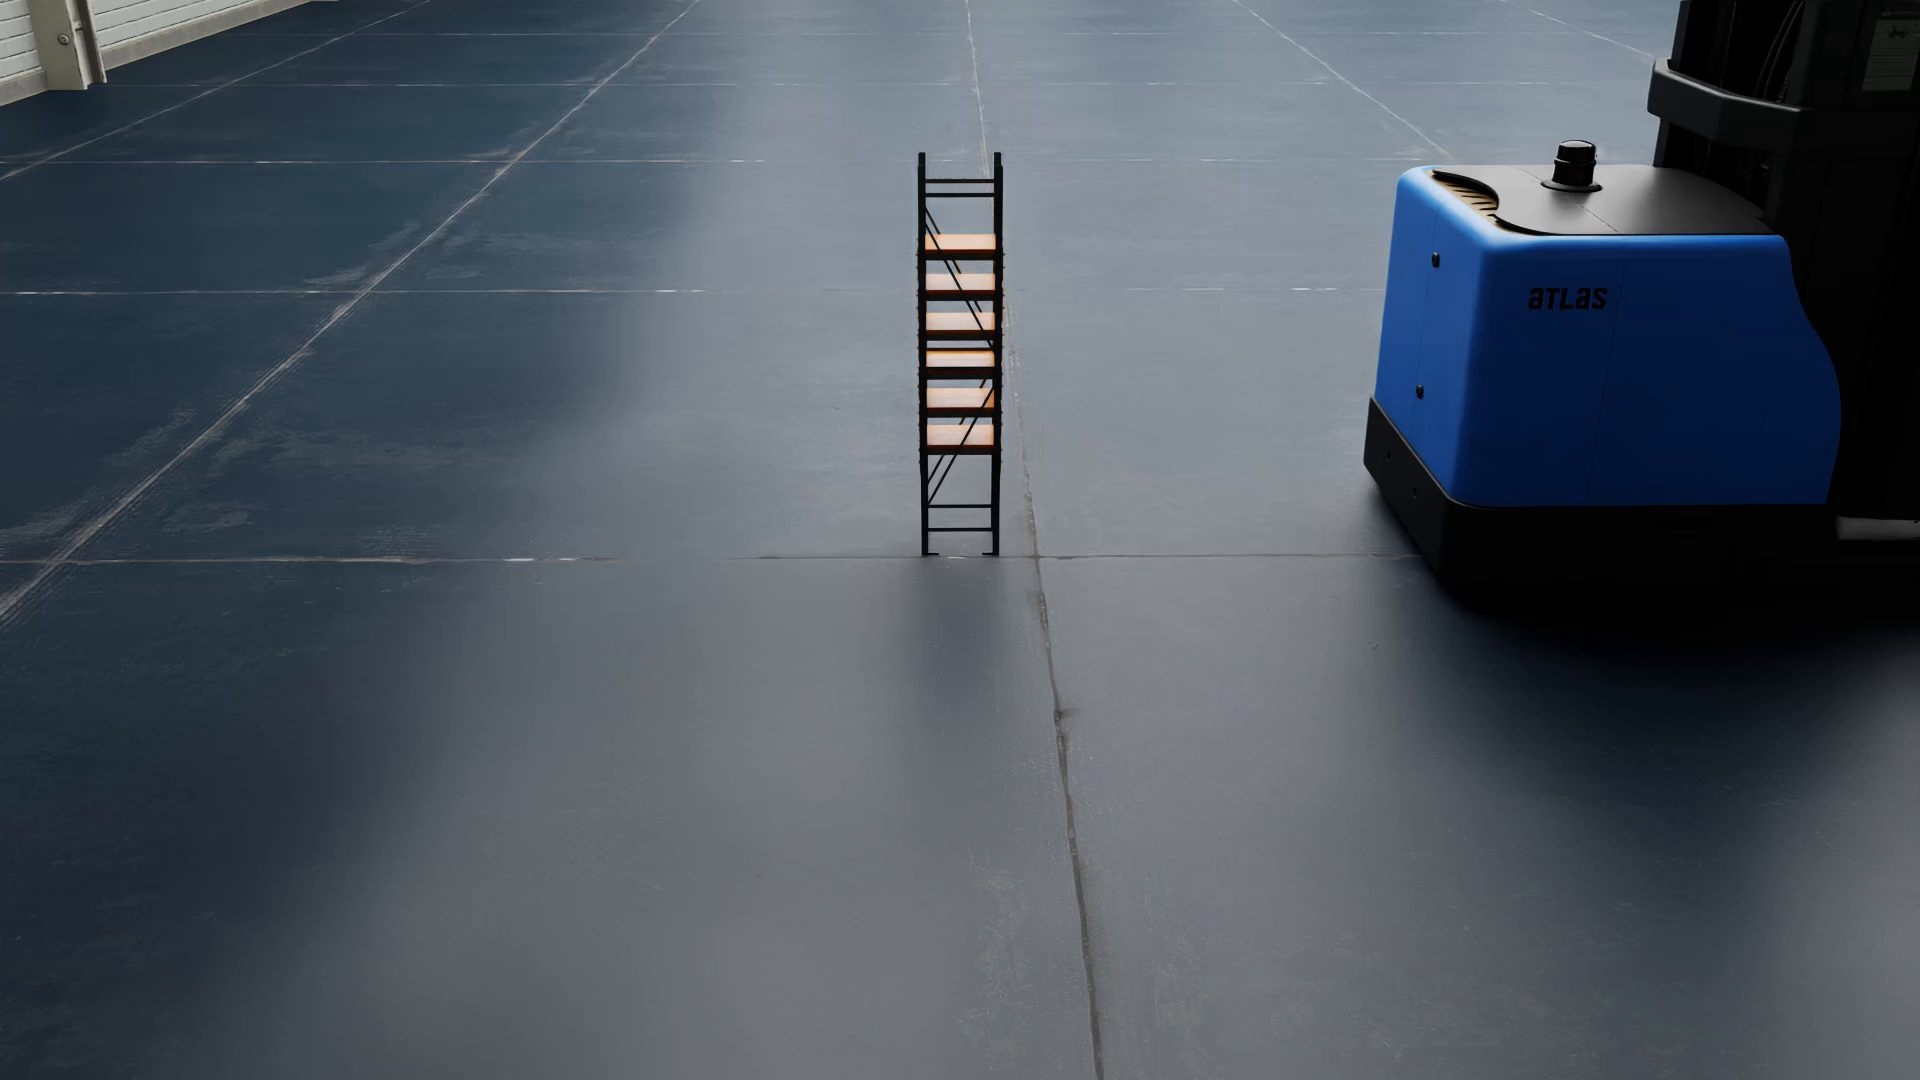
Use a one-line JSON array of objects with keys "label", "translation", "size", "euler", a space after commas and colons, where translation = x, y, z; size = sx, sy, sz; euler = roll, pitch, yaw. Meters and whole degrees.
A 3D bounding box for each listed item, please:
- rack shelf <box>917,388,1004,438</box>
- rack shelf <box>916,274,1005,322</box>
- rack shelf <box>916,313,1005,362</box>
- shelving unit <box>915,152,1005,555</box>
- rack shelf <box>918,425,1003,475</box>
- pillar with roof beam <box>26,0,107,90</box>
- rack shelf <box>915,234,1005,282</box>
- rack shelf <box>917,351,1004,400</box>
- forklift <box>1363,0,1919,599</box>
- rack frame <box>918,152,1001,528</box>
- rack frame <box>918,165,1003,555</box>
[{"label": "rack shelf", "translation": [0.000, -0.391, 5.057], "size": [0.258, 0.103, 0.180], "euler": [0, 24, -1]}, {"label": "rack shelf", "translation": [0.000, -0.719, 4.909], "size": [0.258, 0.103, 0.180], "euler": [0, 24, -1]}, {"label": "rack shelf", "translation": [0.000, -0.610, 4.958], "size": [0.258, 0.103, 0.180], "euler": [0, 24, -1]}, {"label": "shelving unit", "translation": [0.000, -0.541, 4.990], "size": [0.258, 1.200, 0.189], "euler": [0, 24, -1]}, {"label": "rack shelf", "translation": [0.000, -0.282, 5.107], "size": [0.258, 0.103, 0.180], "euler": [0, 24, -1]}, {"label": "pillar with roof beam", "translation": [-2.741, -7.743, 11.451], "size": [9.100, 9.000, 0.400], "euler": [0, 24, -1]}, {"label": "rack shelf", "translation": [0.000, -0.828, 4.860], "size": [0.258, 0.103, 0.180], "euler": [0, 24, -1]}, {"label": "rack shelf", "translation": [0.000, -0.500, 5.008], "size": [0.258, 0.103, 0.180], "euler": [0, 24, -1]}, {"label": "forklift", "translation": [2.896, -1.370, 4.722], "size": [3.031, 2.935, 1.130], "euler": [-1, 24, -2]}, {"label": "rack frame", "translation": [-0.001, -0.578, 5.073], "size": [0.240, 1.200, 0.006], "euler": [0, 24, -1]}, {"label": "rack frame", "translation": [0.001, -0.503, 4.906], "size": [0.240, 1.200, 0.006], "euler": [0, 24, -1]}]
